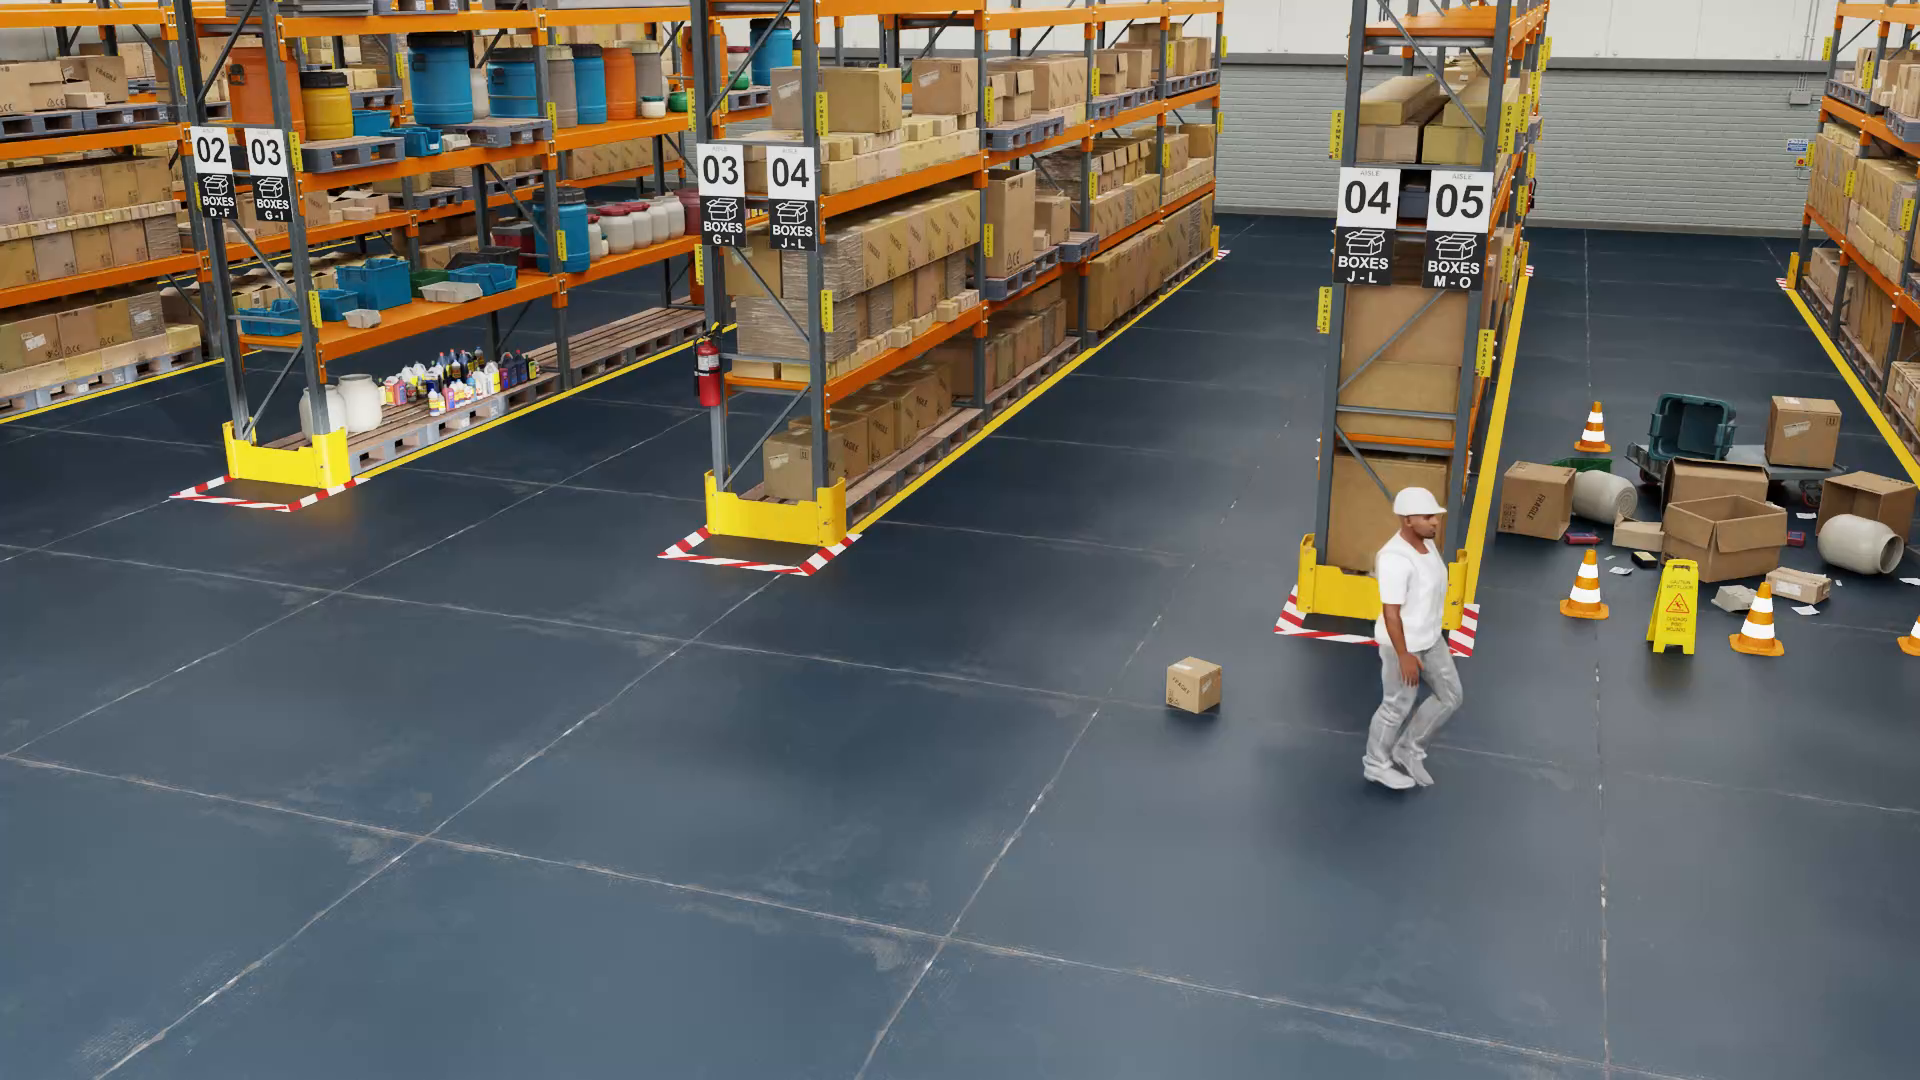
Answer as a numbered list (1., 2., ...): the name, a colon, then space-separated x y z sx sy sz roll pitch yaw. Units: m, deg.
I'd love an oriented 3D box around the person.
1. person: 2.536 0.588 9.254 0.490 1.810 0.610 14 23 36
